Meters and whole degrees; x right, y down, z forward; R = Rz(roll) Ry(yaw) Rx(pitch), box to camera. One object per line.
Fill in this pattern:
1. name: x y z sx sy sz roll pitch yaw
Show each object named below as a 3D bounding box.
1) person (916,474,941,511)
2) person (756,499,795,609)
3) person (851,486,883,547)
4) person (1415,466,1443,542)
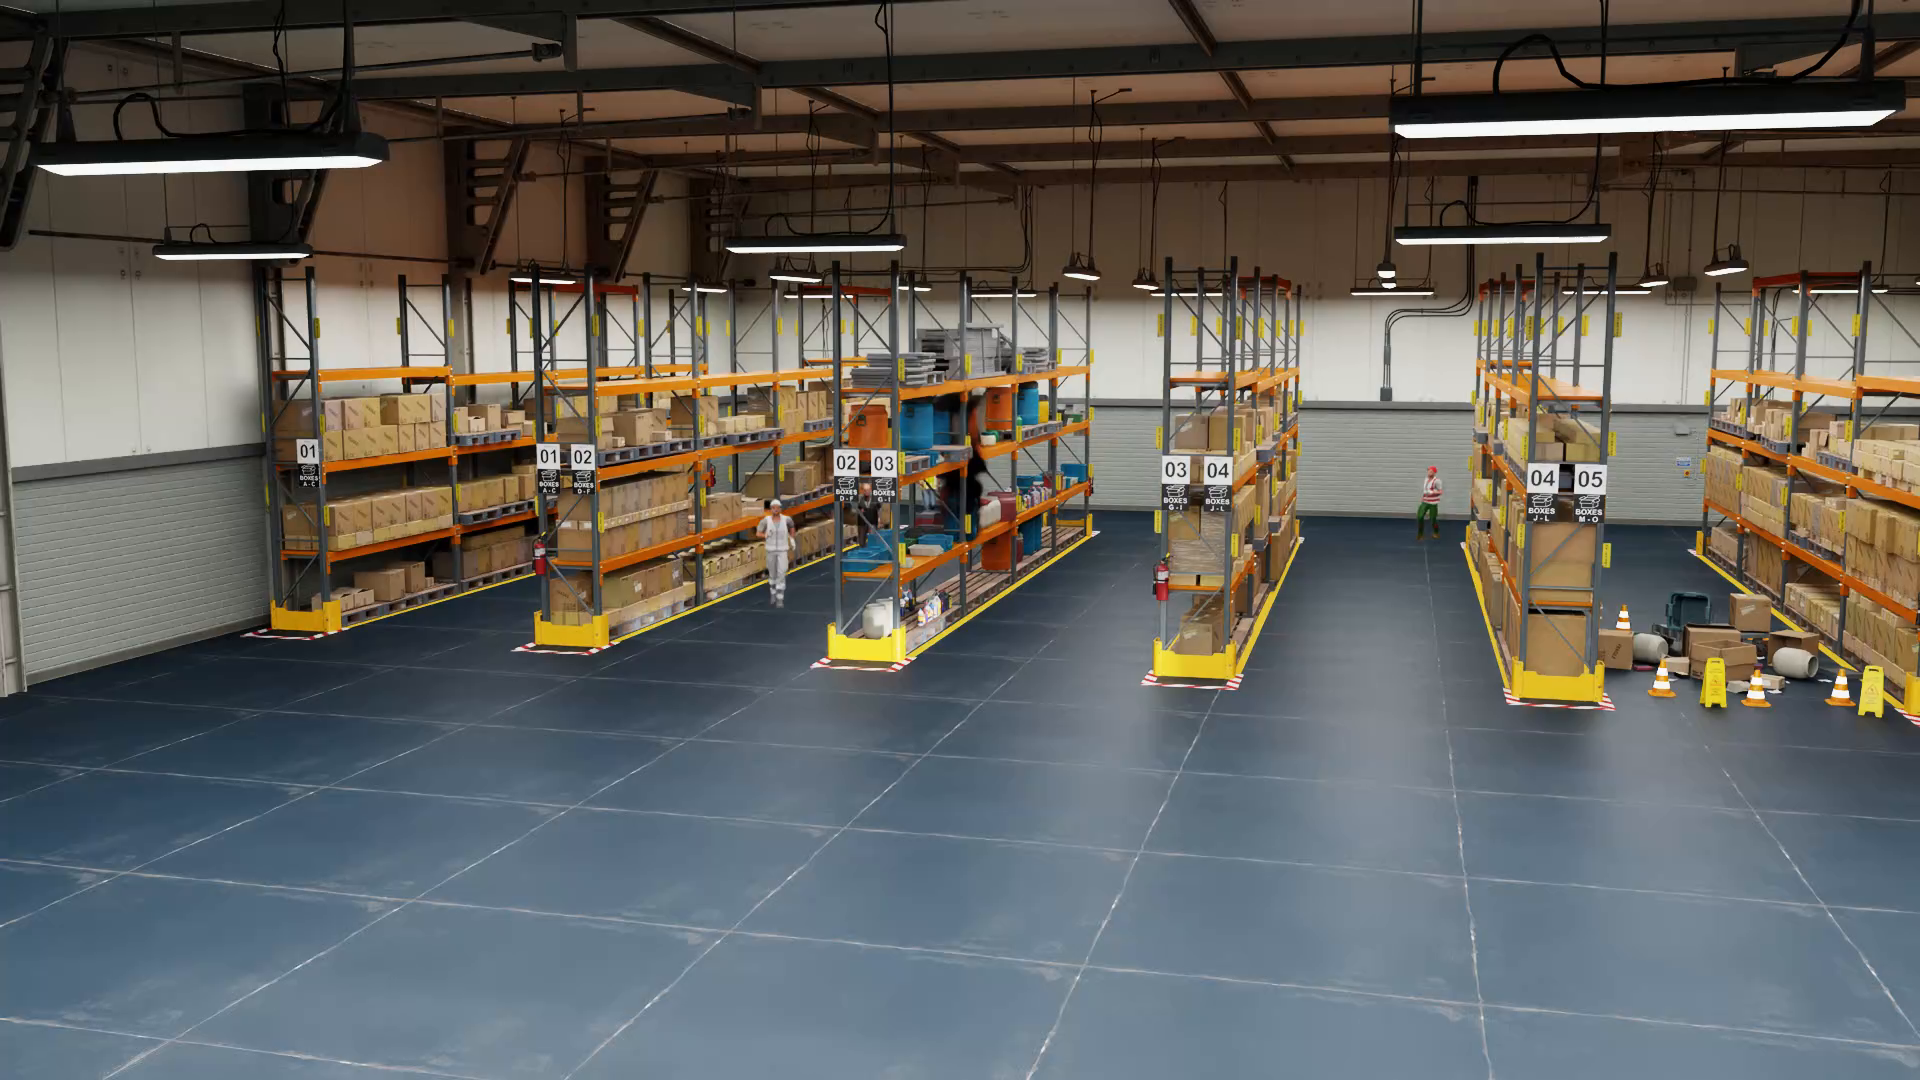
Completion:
1. person: -0.818 -1.294 42.912 0.684 1.733 0.611 -1 7 -8
2. person: -3.130 0.222 28.275 0.663 1.837 0.876 -1 7 -6
3. person: -1.951 -0.288 34.887 0.675 1.709 0.906 0 7 -3
4. person: 11.139 -0.836 39.227 0.789 1.844 0.644 -5 9 -37
